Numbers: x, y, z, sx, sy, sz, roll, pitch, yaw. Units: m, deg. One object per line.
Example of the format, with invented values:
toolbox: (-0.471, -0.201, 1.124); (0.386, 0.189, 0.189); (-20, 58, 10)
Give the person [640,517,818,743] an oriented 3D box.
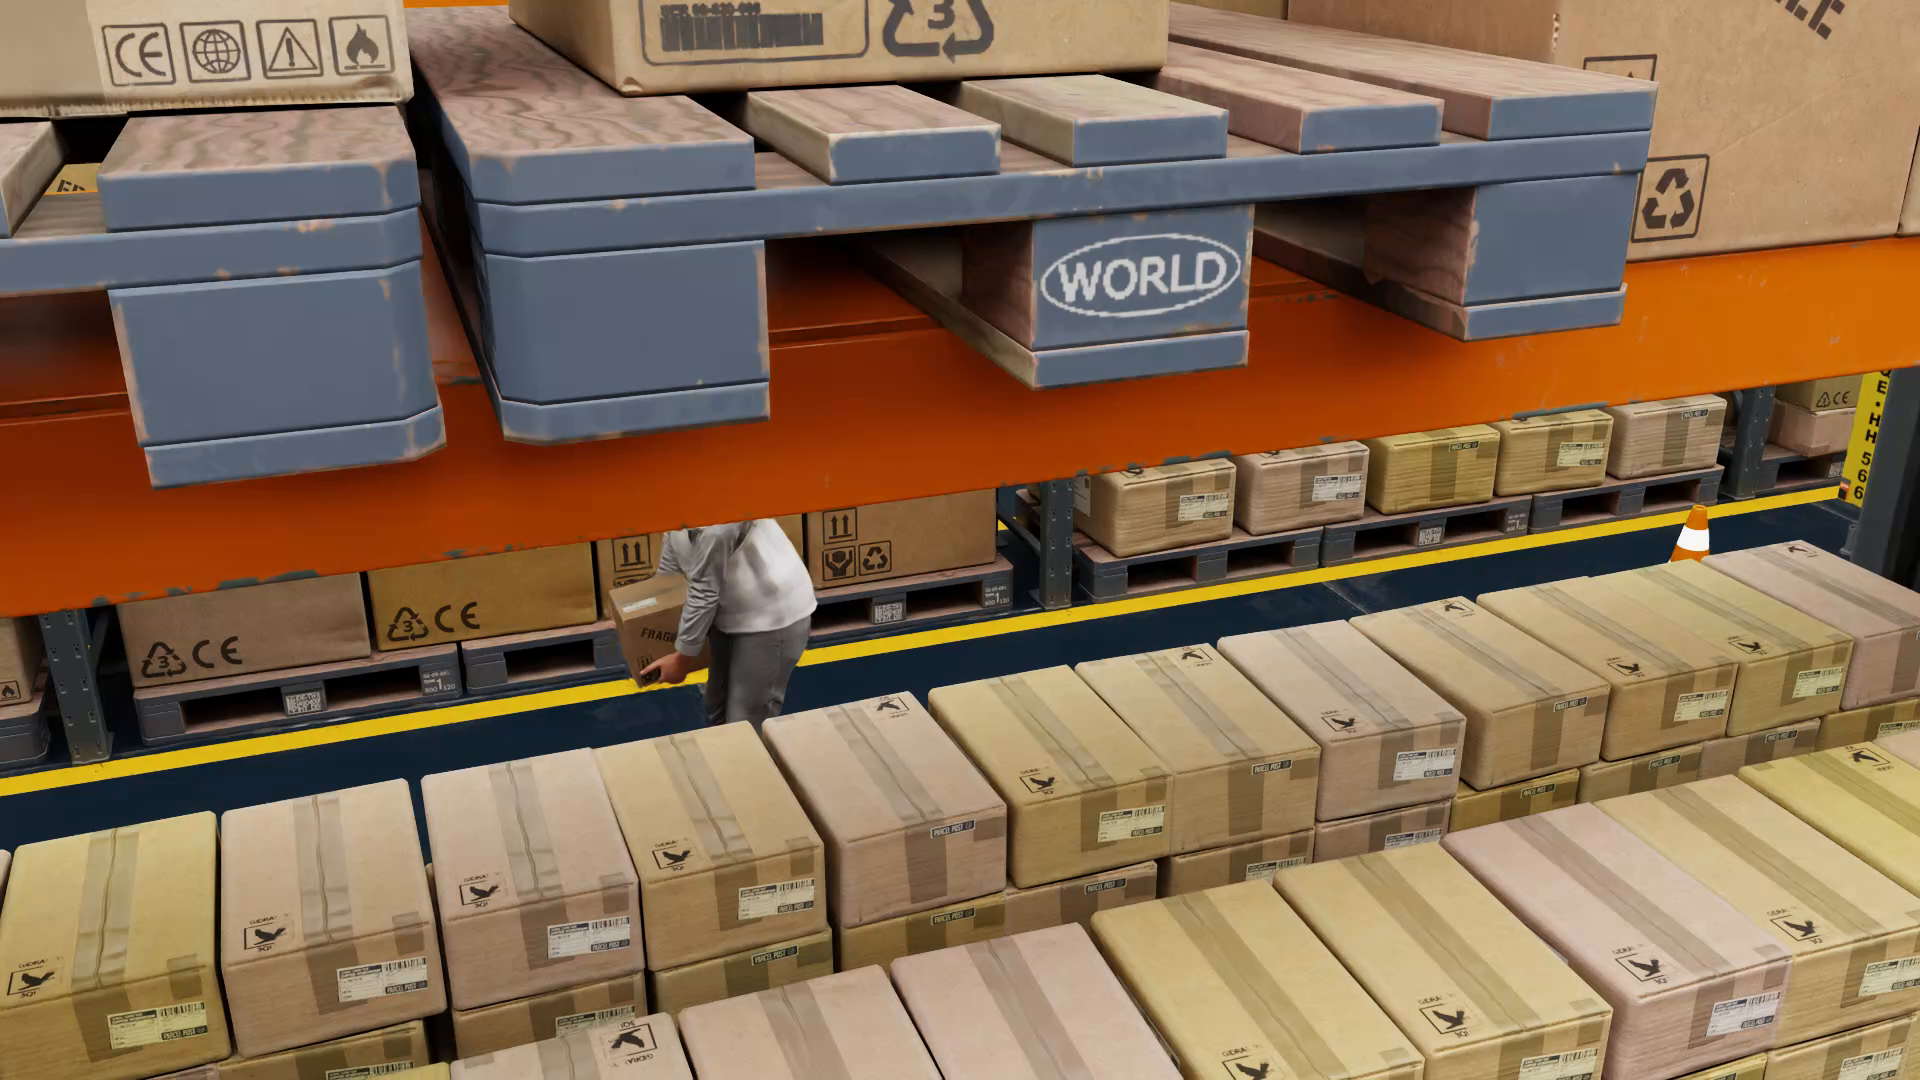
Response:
person: (-0.787, 0.274, 5.467); (0.615, 1.722, 0.475); (-9, 24, -20)
